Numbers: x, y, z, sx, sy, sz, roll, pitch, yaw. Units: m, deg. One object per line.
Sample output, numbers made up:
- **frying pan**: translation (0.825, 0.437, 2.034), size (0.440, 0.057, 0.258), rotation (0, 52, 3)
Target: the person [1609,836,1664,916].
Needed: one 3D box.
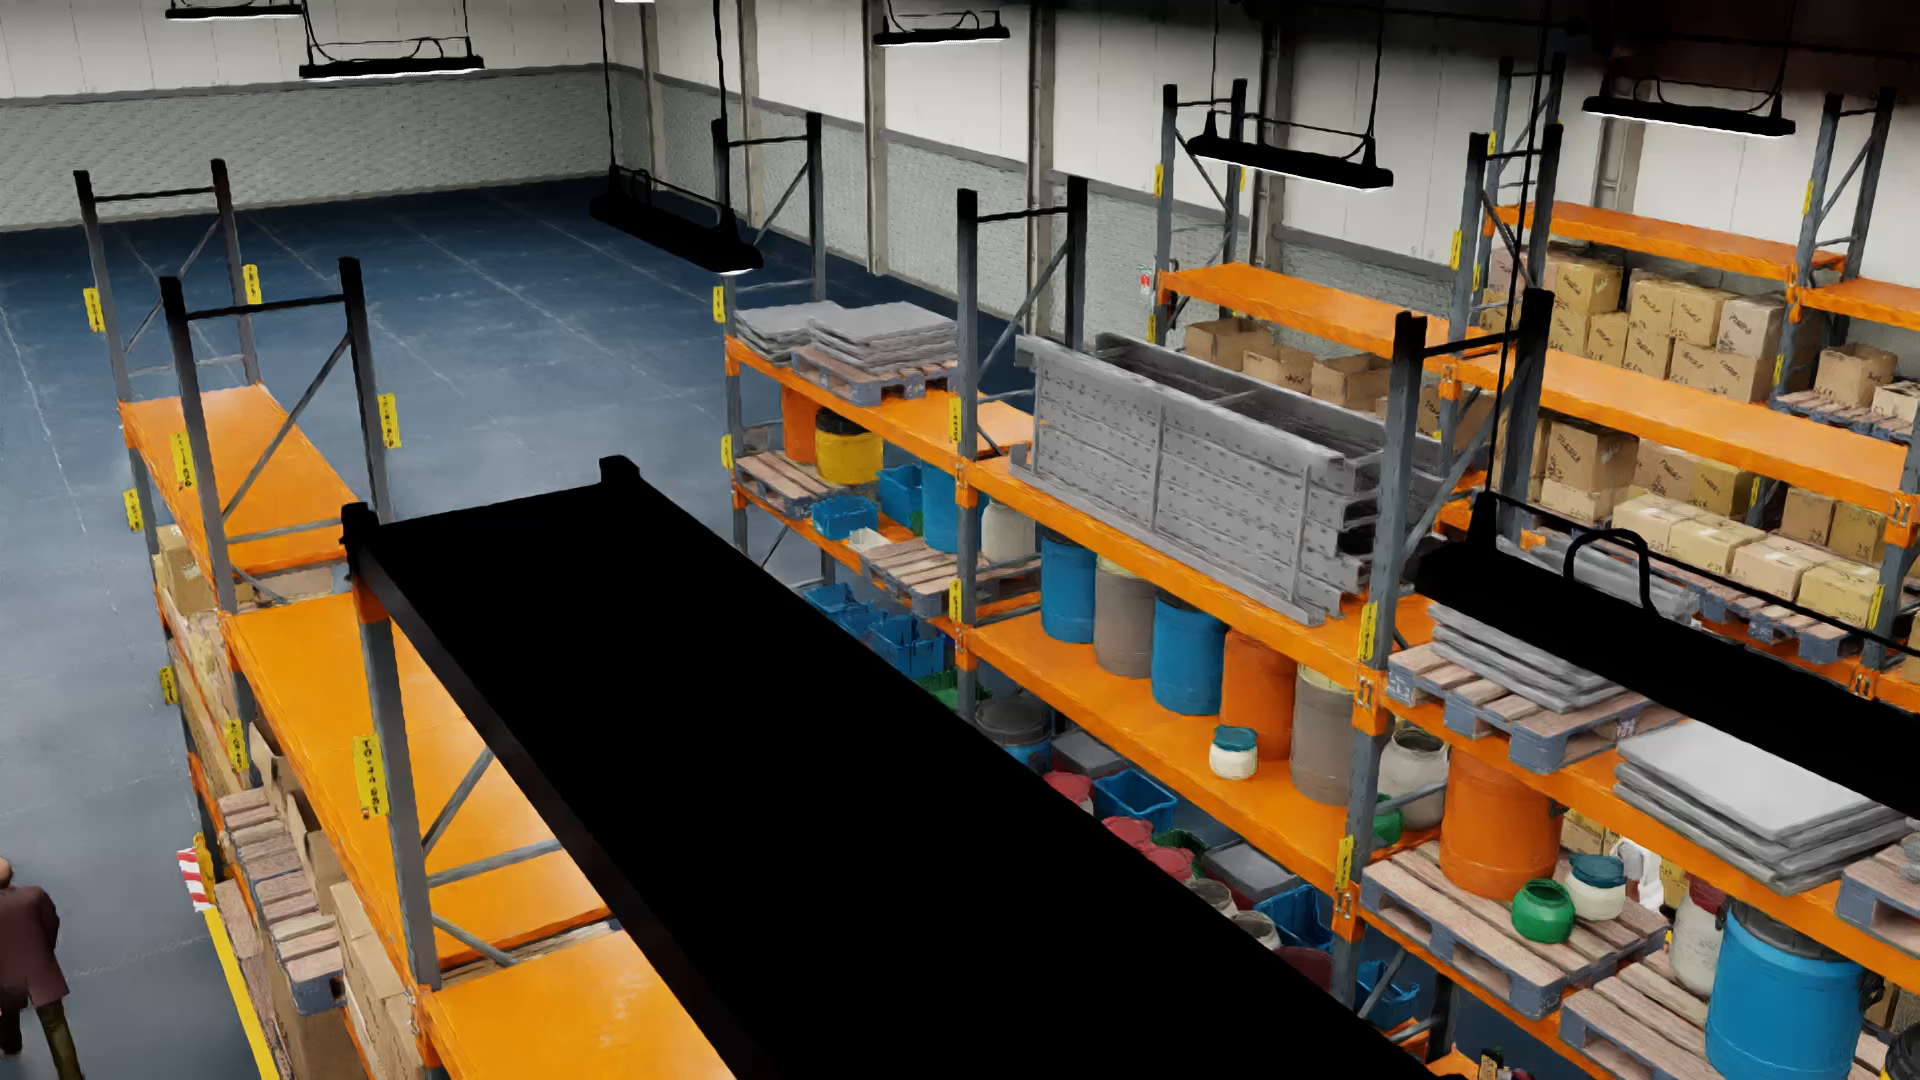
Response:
- **person**: translation (4.990, 2.650, 12.444), size (0.554, 1.724, 1.029), rotation (-17, 28, -37)

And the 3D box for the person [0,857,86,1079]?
- **person**: translation (-6.558, 2.986, 11.614), size (0.607, 1.699, 1.170), rotation (-18, 28, -37)

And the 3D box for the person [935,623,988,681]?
- **person**: translation (0.022, 1.147, 16.404), size (0.563, 1.603, 0.509), rotation (-13, 25, -30)
